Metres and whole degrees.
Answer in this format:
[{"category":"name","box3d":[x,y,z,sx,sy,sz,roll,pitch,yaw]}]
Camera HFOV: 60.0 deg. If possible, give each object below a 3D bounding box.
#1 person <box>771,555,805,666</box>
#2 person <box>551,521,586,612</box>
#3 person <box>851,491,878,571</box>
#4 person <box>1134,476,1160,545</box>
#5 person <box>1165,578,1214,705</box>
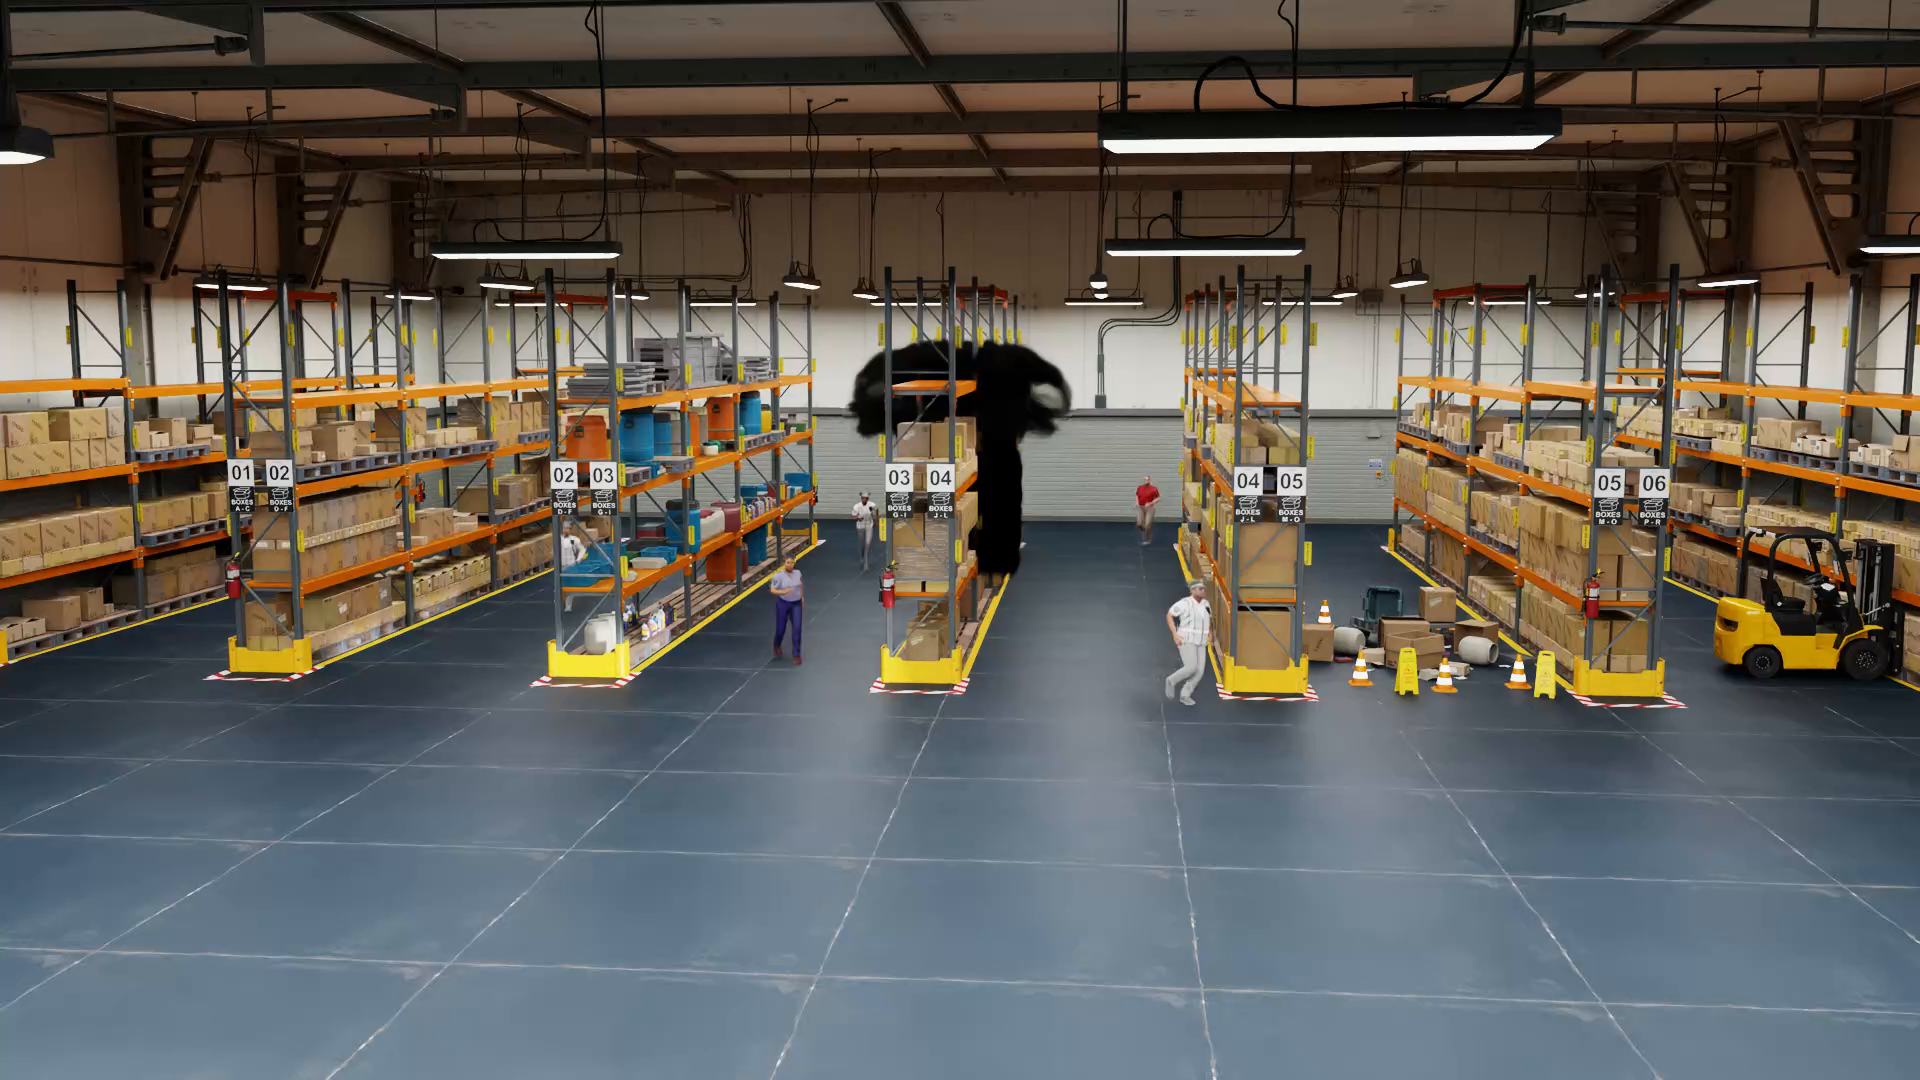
[{"category":"person","box3d":[-2.658,1.058,25.676,0.598,1.639,0.933,-3,7,-22]},{"category":"person","box3d":[-7.217,0.462,30.617,0.625,1.649,0.669,0,7,-3]},{"category":"person","box3d":[-2.075,-0.223,36.228,0.589,1.731,0.918,-1,7,-6]},{"category":"person","box3d":[4.517,-0.722,40.370,0.663,1.687,0.615,3,8,27]},{"category":"person","box3d":[3.209,1.386,22.859,0.719,1.717,0.542,-5,9,-36]}]
